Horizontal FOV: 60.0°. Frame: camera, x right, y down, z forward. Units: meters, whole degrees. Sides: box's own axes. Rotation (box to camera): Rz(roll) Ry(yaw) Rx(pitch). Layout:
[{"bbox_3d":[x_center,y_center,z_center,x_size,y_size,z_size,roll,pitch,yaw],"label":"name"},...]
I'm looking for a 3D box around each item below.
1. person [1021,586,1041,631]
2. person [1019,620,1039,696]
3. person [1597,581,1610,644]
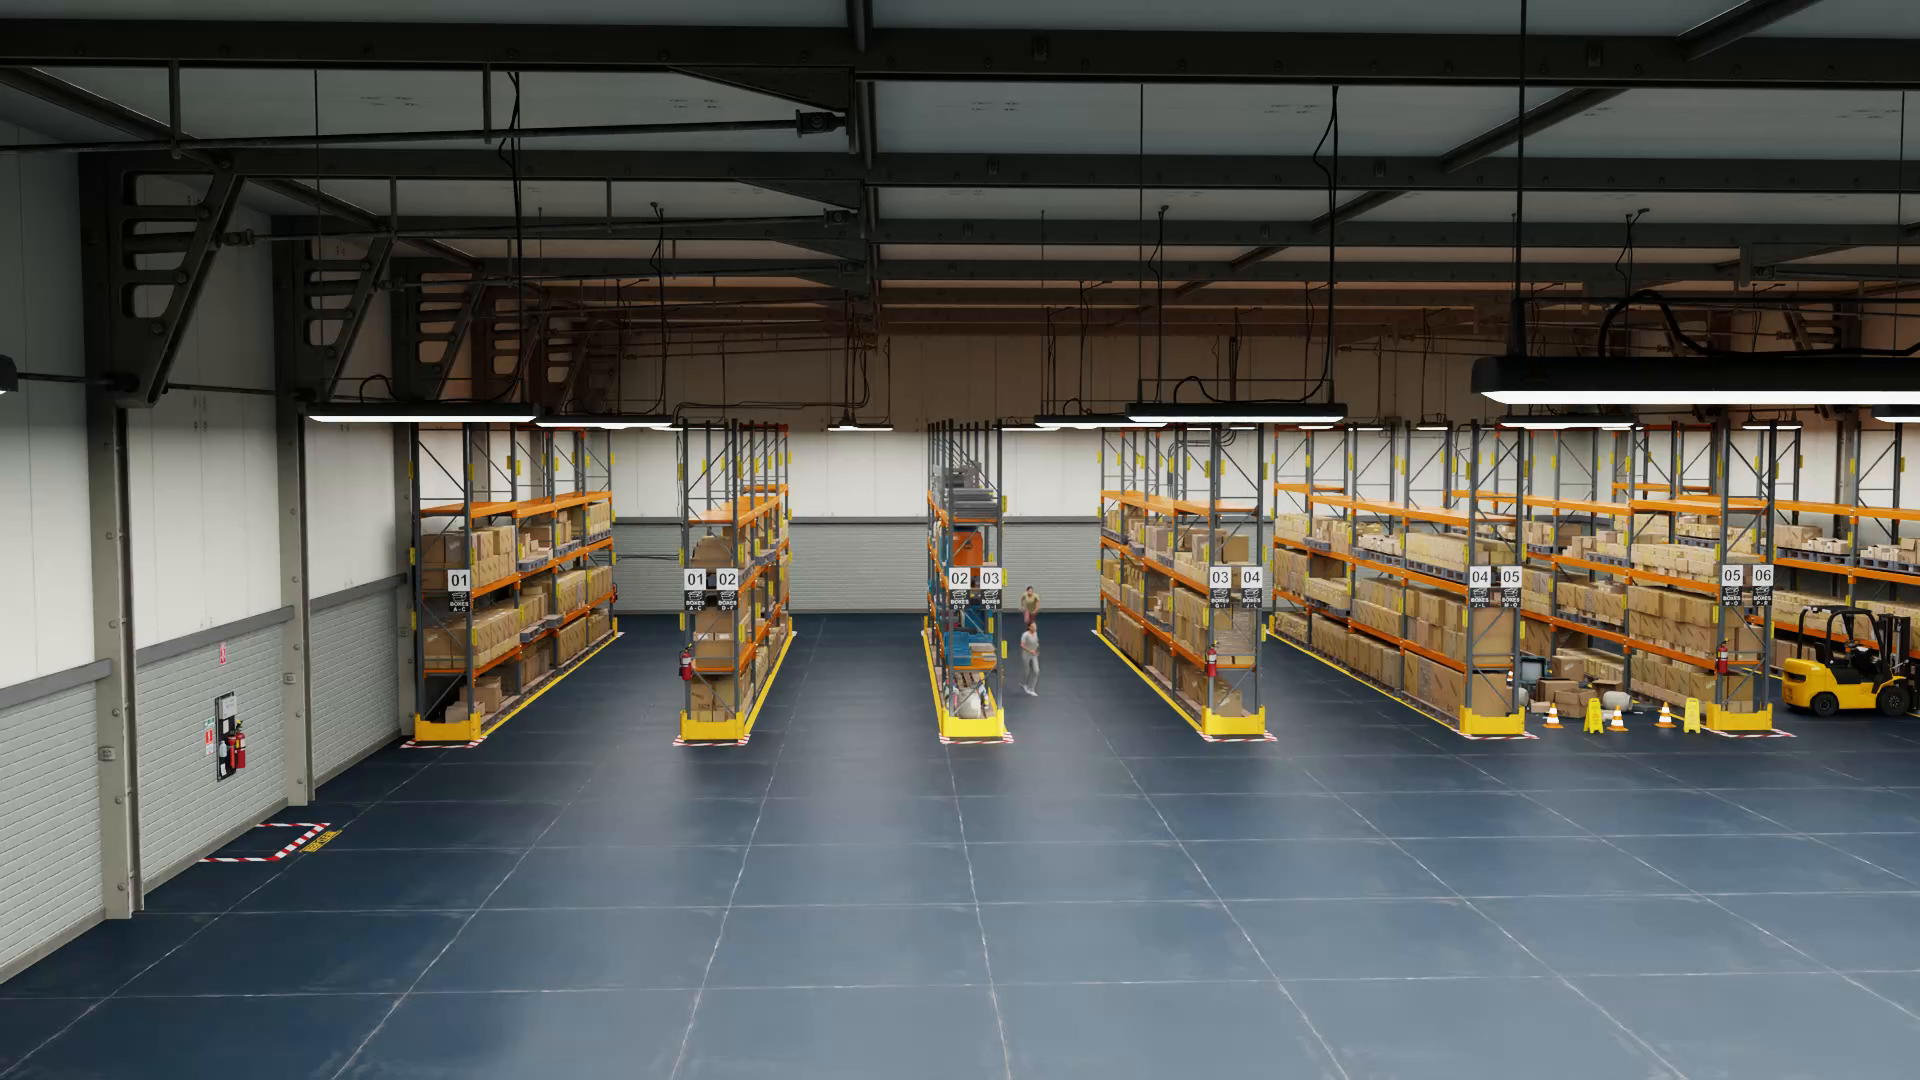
[{"bbox_3d":[2.002,1.999,46.628,0.577,1.493,1.017,1,4,8],"label":"person"},{"bbox_3d":[1.472,2.564,36.467,0.539,1.641,0.834,-2,4,-28],"label":"person"},{"bbox_3d":[17.162,1.975,44.801,0.655,1.749,0.905,-1,4,-21],"label":"person"}]
